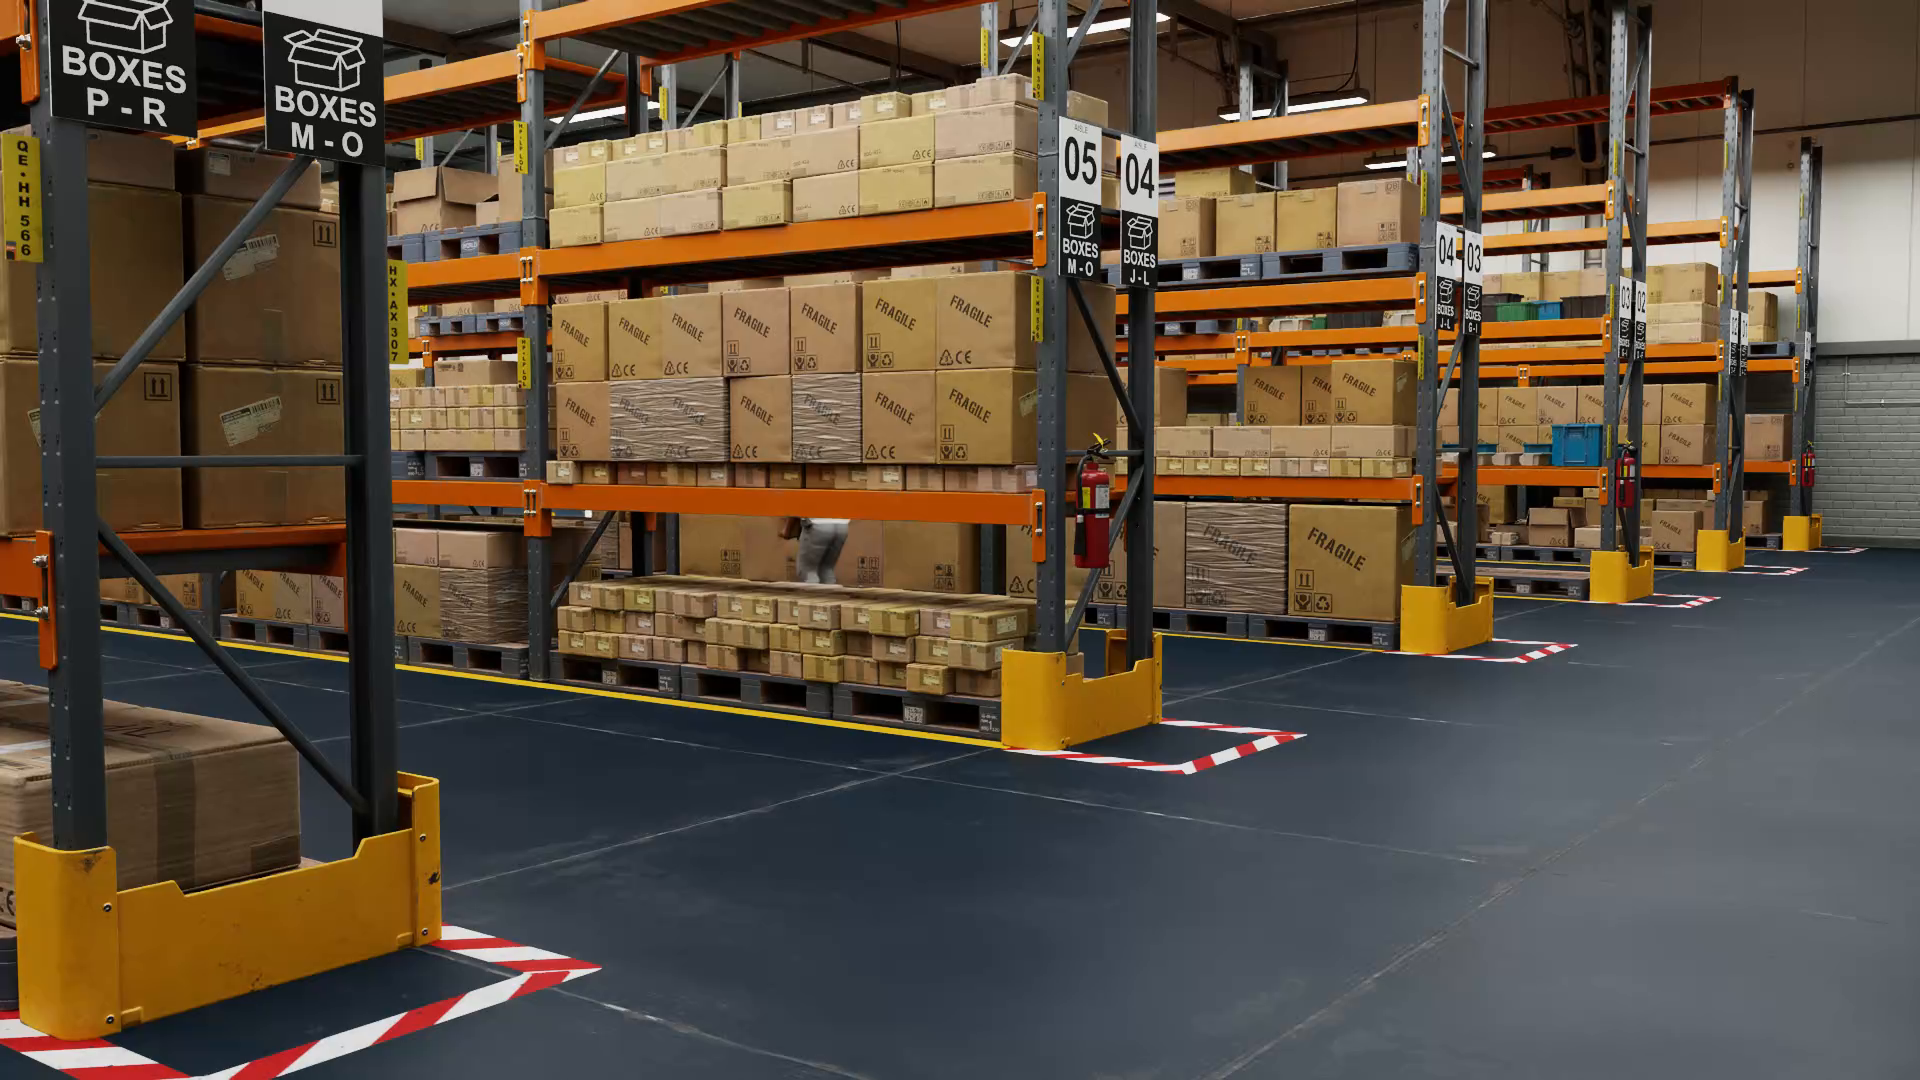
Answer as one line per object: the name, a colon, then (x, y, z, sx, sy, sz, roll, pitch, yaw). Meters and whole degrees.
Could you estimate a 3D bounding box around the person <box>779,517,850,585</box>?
person: (-1.248, -0.076, 14.272, 0.581, 1.638, 0.452, 2, 4, 35)
